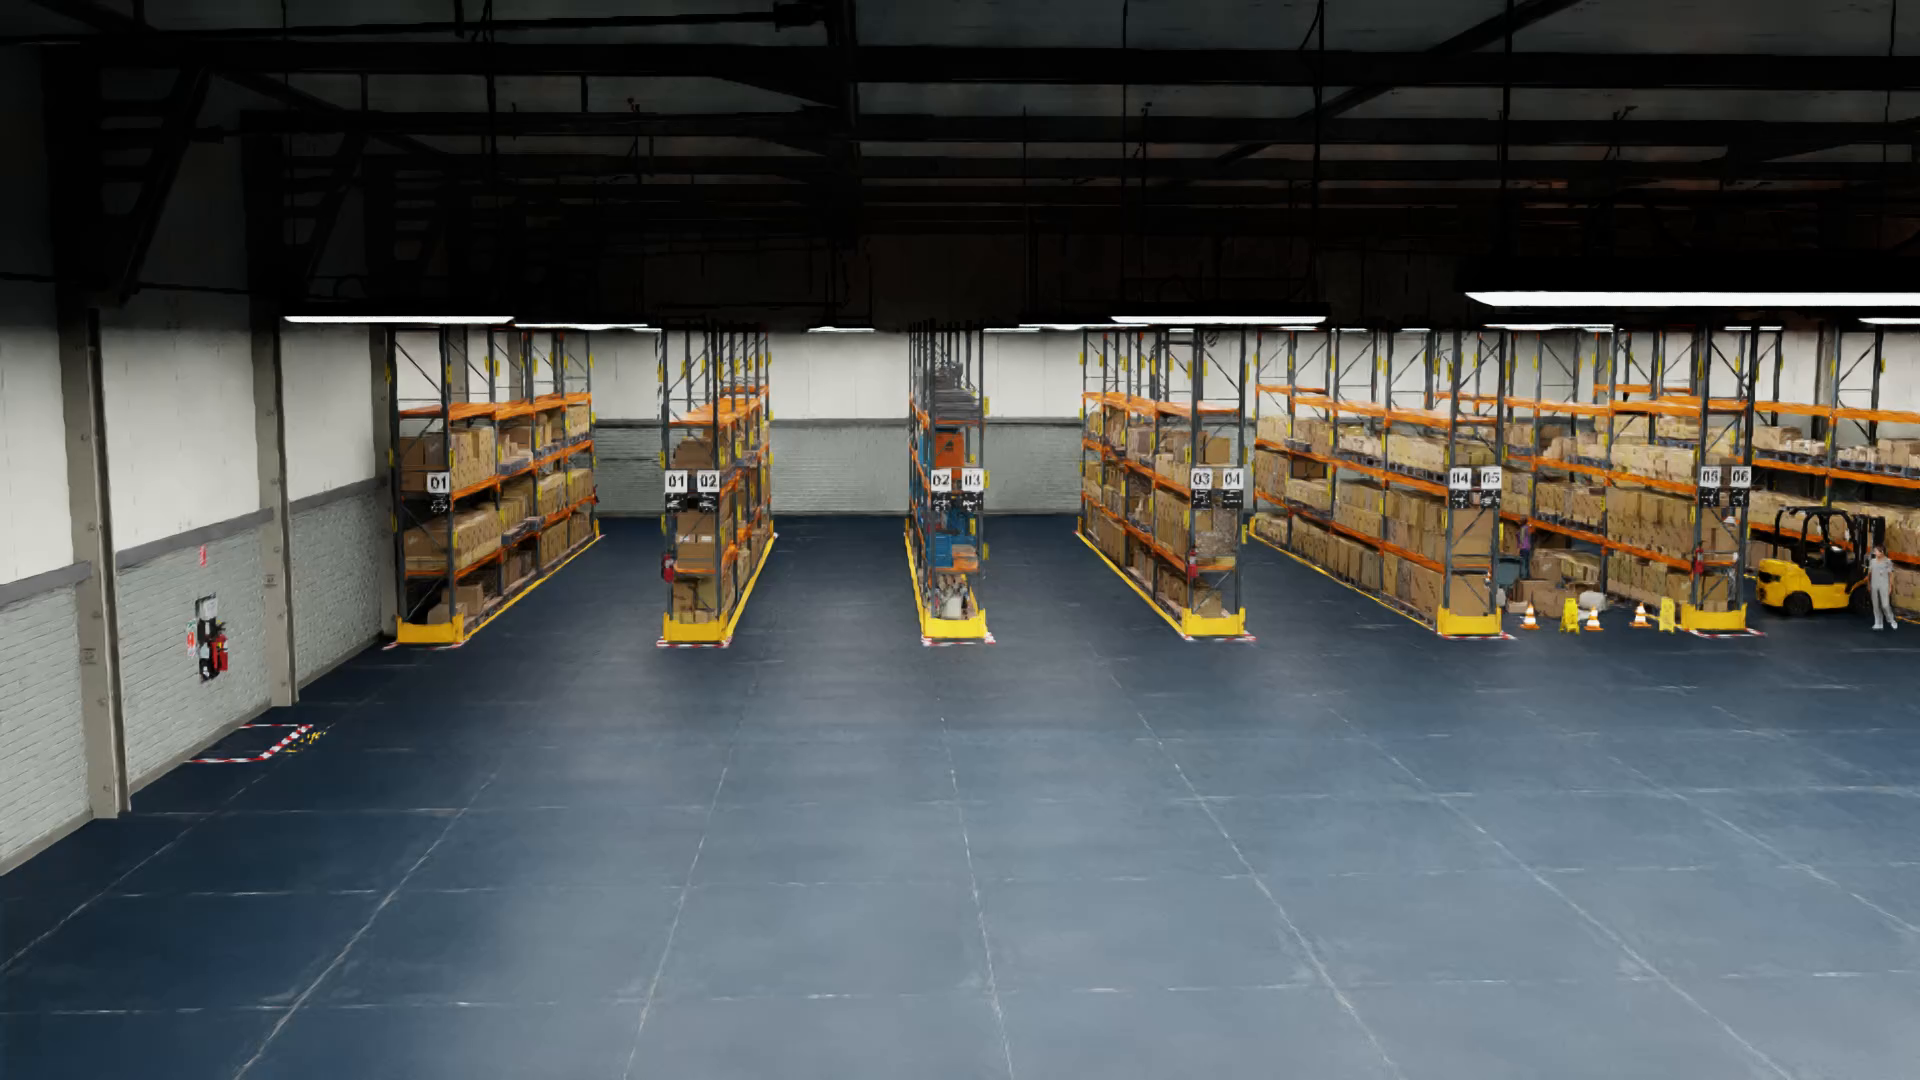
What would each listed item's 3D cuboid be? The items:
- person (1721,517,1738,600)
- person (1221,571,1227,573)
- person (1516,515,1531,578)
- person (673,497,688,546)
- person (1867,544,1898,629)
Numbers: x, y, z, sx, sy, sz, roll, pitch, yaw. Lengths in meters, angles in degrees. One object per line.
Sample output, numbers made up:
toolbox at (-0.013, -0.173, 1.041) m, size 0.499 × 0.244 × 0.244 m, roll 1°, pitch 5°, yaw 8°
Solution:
person at (16.585, 0.381, 35.991) m, size 0.494 × 1.785 × 0.616 m, roll 3°, pitch 8°, yaw 26°
person at (6.124, -0.086, 40.031) m, size 0.580 × 1.715 × 1.085 m, roll -1°, pitch 7°, yaw -10°
person at (12.915, 0.204, 38.215) m, size 0.532 × 1.588 × 0.536 m, roll 3°, pitch 8°, yaw 23°
person at (-7.394, -0.643, 44.744) m, size 0.719 × 1.714 × 0.575 m, roll -1°, pitch 7°, yaw -5°
person at (17.924, 0.902, 32.285) m, size 0.448 × 1.668 × 0.596 m, roll -6°, pitch 9°, yaw -38°
